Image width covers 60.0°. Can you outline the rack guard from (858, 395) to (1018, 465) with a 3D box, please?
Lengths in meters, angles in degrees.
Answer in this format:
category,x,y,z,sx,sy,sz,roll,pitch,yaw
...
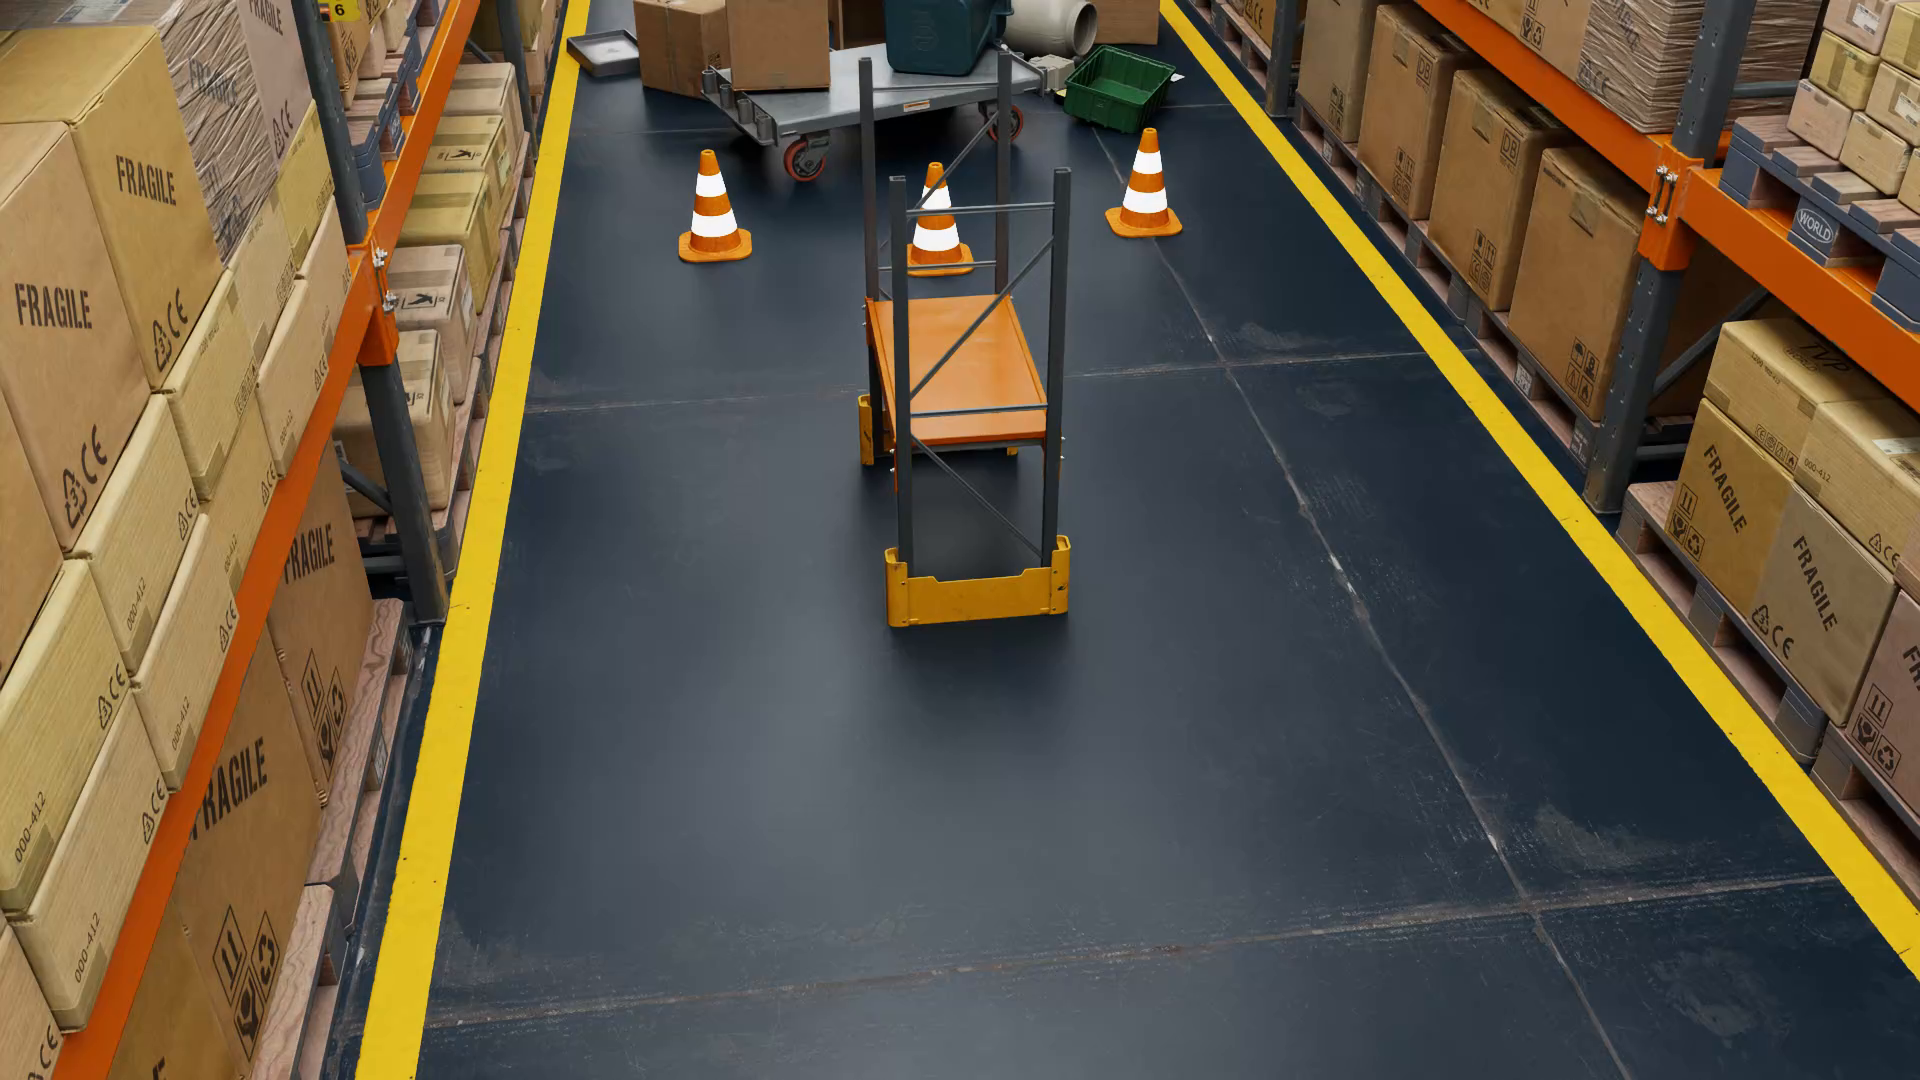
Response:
category,x,y,z,sx,sy,sz,roll,pitch,yaw
rack guard,-0.077,-0.424,6.150,0.587,0.250,0.087,-4,35,-6

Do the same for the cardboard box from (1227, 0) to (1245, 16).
category,x,y,z,sx,sy,sz,roll,pitch,yaw
cardboard box,2.056,-3.781,10.148,0.875,0.875,0.875,-4,34,-6

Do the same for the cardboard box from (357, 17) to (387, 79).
category,x,y,z,sx,sy,sz,roll,pitch,yaw
cardboard box,-2.013,-1.545,5.203,0.380,0.149,0.250,-7,35,-9

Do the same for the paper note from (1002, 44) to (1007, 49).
category,x,y,z,sx,sy,sz,roll,pitch,yaw
paper note,0.200,-3.015,10.155,0.172,0.023,0.155,7,35,10

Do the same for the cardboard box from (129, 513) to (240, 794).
category,x,y,z,sx,sy,sz,roll,pitch,yaw
cardboard box,-1.600,0.210,2.911,0.500,0.250,0.500,-5,35,-7

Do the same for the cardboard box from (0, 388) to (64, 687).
category,x,y,z,sx,sy,sz,roll,pitch,yaw
cardboard box,-1.555,-0.015,2.131,0.500,0.500,0.500,-5,35,-8

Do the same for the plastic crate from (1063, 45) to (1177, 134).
category,x,y,z,sx,sy,sz,roll,pitch,yaw
plastic crate,0.874,-2.486,9.180,0.450,0.188,0.662,21,39,12

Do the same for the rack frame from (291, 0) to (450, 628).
category,x,y,z,sx,sy,sz,roll,pitch,yaw
rack frame,-2.158,-0.963,4.499,1.000,3.000,0.127,-4,35,-6

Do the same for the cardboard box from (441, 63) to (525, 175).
category,x,y,z,sx,sy,sz,roll,pitch,yaw
cardboard box,-2.623,-1.990,7.967,0.950,0.372,0.625,-4,34,-6

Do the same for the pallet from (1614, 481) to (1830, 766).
category,x,y,z,sx,sy,sz,roll,pitch,yaw
pallet,2.838,0.194,5.278,1.003,0.211,1.213,-4,35,-6

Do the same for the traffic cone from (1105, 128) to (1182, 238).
category,x,y,z,sx,sy,sz,roll,pitch,yaw
traffic cone,0.880,-1.715,7.856,0.336,0.463,0.334,-4,35,-6

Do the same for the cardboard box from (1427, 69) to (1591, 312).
category,x,y,z,sx,sy,sz,roll,pitch,yaw
cardboard box,2.620,-1.472,6.872,1.050,0.750,0.750,-4,34,-6

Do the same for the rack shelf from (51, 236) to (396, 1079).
category,x,y,z,sx,sy,sz,roll,pitch,yaw
rack shelf,-1.889,0.450,3.064,1.077,0.370,4.000,-4,35,-6

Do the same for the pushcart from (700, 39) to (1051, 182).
category,x,y,z,sx,sy,sz,roll,pitch,yaw
pushcart,-0.443,-2.312,8.808,1.648,0.377,0.936,-16,38,-23

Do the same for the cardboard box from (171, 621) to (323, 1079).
category,x,y,z,sx,sy,sz,roll,pitch,yaw
cardboard box,-2.031,0.631,3.674,0.875,0.875,0.875,-4,34,-6

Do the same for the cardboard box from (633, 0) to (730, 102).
category,x,y,z,sx,sy,sz,roll,pitch,yaw
cardboard box,-1.491,-2.864,9.507,0.500,0.500,0.500,20,39,26

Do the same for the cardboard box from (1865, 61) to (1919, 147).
category,x,y,z,sx,sy,sz,roll,pitch,yaw
cardboard box,2.639,-1.151,4.361,0.380,0.149,0.250,-3,34,-4

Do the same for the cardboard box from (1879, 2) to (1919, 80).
category,x,y,z,sx,sy,sz,roll,pitch,yaw
cardboard box,2.643,-1.287,4.298,0.380,0.149,0.250,-5,35,-8

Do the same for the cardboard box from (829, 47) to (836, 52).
category,x,y,z,sx,sy,sz,roll,pitch,yaw
cardboard box,-0.678,-2.682,9.450,0.396,0.266,0.258,27,43,34

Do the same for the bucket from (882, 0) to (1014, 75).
category,x,y,z,sx,sy,sz,roll,pitch,yaw
bucket,-0.107,-2.803,8.757,0.726,0.611,0.620,7,45,10

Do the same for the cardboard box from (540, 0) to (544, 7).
category,x,y,z,sx,sy,sz,roll,pitch,yaw
cardboard box,-2.591,-3.190,9.170,0.500,0.500,0.500,-3,34,-4

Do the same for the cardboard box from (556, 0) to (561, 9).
category,x,y,z,sx,sy,sz,roll,pitch,yaw
cardboard box,-2.720,-3.453,10.221,0.500,0.250,0.500,-6,35,-8

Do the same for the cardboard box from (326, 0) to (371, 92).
category,x,y,z,sx,sy,sz,roll,pitch,yaw
cardboard box,-1.989,-1.569,4.663,0.500,0.500,0.500,-5,35,-8

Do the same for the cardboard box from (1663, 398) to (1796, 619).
category,x,y,z,sx,sy,sz,roll,pitch,yaw
cardboard box,2.576,-0.121,5.110,0.500,0.500,0.500,-6,35,-8

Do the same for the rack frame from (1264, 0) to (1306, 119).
category,x,y,z,sx,sy,sz,roll,pitch,yaw
rack frame,2.196,-3.626,8.408,1.000,3.000,0.127,-4,35,-6

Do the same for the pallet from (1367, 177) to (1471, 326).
category,x,y,z,sx,sy,sz,roll,pitch,yaw
pallet,2.542,-1.367,7.568,1.003,0.211,1.213,-4,35,-6

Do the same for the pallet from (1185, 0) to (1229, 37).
category,x,y,z,sx,sy,sz,roll,pitch,yaw
pallet,2.004,-3.587,10.826,1.003,0.211,1.213,-4,35,-6

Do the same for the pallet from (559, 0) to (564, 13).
category,x,y,z,sx,sy,sz,roll,pitch,yaw
pallet,-3.149,-3.776,11.104,1.003,0.211,1.213,-4,35,-6

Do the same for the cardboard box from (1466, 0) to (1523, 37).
category,x,y,z,sx,sy,sz,roll,pitch,yaw
cardboard box,2.274,-2.224,6.261,0.500,0.500,0.500,-5,35,-7

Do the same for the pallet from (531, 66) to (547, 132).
category,x,y,z,sx,sy,sz,roll,pitch,yaw
pallet,-2.821,-2.415,9.106,1.003,0.211,1.213,-4,35,-6

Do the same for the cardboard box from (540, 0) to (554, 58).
category,x,y,z,sx,sy,sz,roll,pitch,yaw
cardboard box,-2.590,-2.879,9.380,0.500,0.250,0.500,-3,34,-4

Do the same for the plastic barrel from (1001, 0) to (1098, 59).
category,x,y,z,sx,sy,sz,roll,pitch,yaw
plastic barrel,0.523,-3.079,9.892,0.512,0.421,0.421,20,39,26

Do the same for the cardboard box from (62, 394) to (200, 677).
category,x,y,z,sx,sy,sz,roll,pitch,yaw
cardboard box,-1.609,0.003,2.771,0.500,0.250,0.500,-5,35,-8

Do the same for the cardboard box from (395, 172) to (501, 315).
category,x,y,z,sx,sy,sz,roll,pitch,yaw
cardboard box,-2.427,-1.201,6.810,0.950,0.372,0.625,-3,34,-5

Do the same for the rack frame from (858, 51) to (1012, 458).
category,x,y,z,sx,sy,sz,roll,pitch,yaw
rack frame,-0.080,-0.951,5.814,0.500,1.500,0.032,-4,35,-6

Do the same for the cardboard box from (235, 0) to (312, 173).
category,x,y,z,sx,sy,sz,roll,pitch,yaw
cardboard box,-1.829,-1.149,3.795,0.500,0.500,0.500,-5,35,-8

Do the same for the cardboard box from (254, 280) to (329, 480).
category,x,y,z,sx,sy,sz,roll,pitch,yaw
cardboard box,-1.748,-0.355,3.740,0.500,0.250,0.500,-4,34,-6

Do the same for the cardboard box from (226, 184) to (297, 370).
category,x,y,z,sx,sy,sz,roll,pitch,yaw
cardboard box,-1.768,-0.571,3.613,0.500,0.250,0.500,-5,35,-8

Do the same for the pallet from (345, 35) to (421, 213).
category,x,y,z,sx,sy,sz,roll,pitch,yaw
pallet,-2.359,-1.273,5.125,1.213,0.211,1.003,-4,35,-6

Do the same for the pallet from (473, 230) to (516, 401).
category,x,y,z,sx,sy,sz,roll,pitch,yaw
pallet,-2.422,-0.926,6.922,1.003,0.211,1.213,-4,35,-6

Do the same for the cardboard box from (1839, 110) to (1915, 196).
category,x,y,z,sx,sy,sz,roll,pitch,yaw
cardboard box,2.630,-1.049,4.476,0.380,0.149,0.250,-3,34,-4

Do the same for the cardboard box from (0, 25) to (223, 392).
category,x,y,z,sx,sy,sz,roll,pitch,yaw
cardboard box,-1.691,-0.585,2.969,0.500,0.500,0.500,-4,35,-6

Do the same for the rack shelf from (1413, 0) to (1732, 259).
category,x,y,z,sx,sy,sz,roll,pitch,yaw
rack shelf,2.465,-2.213,6.973,1.077,0.370,4.000,-4,35,-6

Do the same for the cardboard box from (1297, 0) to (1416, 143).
category,x,y,z,sx,sy,sz,roll,pitch,yaw
cardboard box,2.369,-2.531,8.425,1.050,0.750,0.750,-5,35,-7

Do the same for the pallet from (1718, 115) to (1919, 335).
category,x,y,z,sx,sy,sz,roll,pitch,yaw
pallet,2.935,-0.925,4.615,1.213,0.211,1.003,-4,35,-6

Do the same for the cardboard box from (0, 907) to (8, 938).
category,x,y,z,sx,sy,sz,roll,pitch,yaw
cardboard box,-1.497,0.569,1.941,0.500,0.250,0.500,-4,34,-6

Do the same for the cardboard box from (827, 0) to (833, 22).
category,x,y,z,sx,sy,sz,roll,pitch,yaw
cardboard box,-0.489,-3.607,10.596,0.637,0.503,0.797,27,43,34

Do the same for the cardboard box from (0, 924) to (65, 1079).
category,x,y,z,sx,sy,sz,roll,pitch,yaw
cardboard box,-1.488,0.777,2.079,0.500,0.250,0.500,-5,35,-8

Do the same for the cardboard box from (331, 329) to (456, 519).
category,x,y,z,sx,sy,sz,roll,pitch,yaw
cardboard box,-2.224,-0.367,5.585,0.950,0.372,0.625,-7,35,-10

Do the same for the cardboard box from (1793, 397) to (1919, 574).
category,x,y,z,sx,sy,sz,roll,pitch,yaw
cardboard box,2.655,-0.159,4.500,0.500,0.250,0.500,-5,35,-7

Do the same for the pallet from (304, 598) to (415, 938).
category,x,y,z,sx,sy,sz,roll,pitch,yaw
pallet,-2.126,0.635,4.631,1.003,0.211,1.213,-4,35,-6

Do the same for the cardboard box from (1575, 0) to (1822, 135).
category,x,y,z,sx,sy,sz,roll,pitch,yaw
cardboard box,2.407,-1.667,5.443,0.500,0.500,0.500,-4,35,-6

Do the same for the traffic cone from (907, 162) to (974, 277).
category,x,y,z,sx,sy,sz,roll,pitch,yaw
traffic cone,-0.112,-1.475,7.503,0.336,0.463,0.334,-4,35,-6

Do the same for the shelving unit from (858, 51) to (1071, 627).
category,x,y,z,sx,sy,sz,roll,pitch,yaw
shelving unit,-0.010,-0.662,5.390,0.587,1.500,1.083,-4,35,-6

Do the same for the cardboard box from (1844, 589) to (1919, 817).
category,x,y,z,sx,sy,sz,roll,pitch,yaw
cardboard box,2.721,0.446,4.279,0.500,0.500,0.500,-5,35,-8
